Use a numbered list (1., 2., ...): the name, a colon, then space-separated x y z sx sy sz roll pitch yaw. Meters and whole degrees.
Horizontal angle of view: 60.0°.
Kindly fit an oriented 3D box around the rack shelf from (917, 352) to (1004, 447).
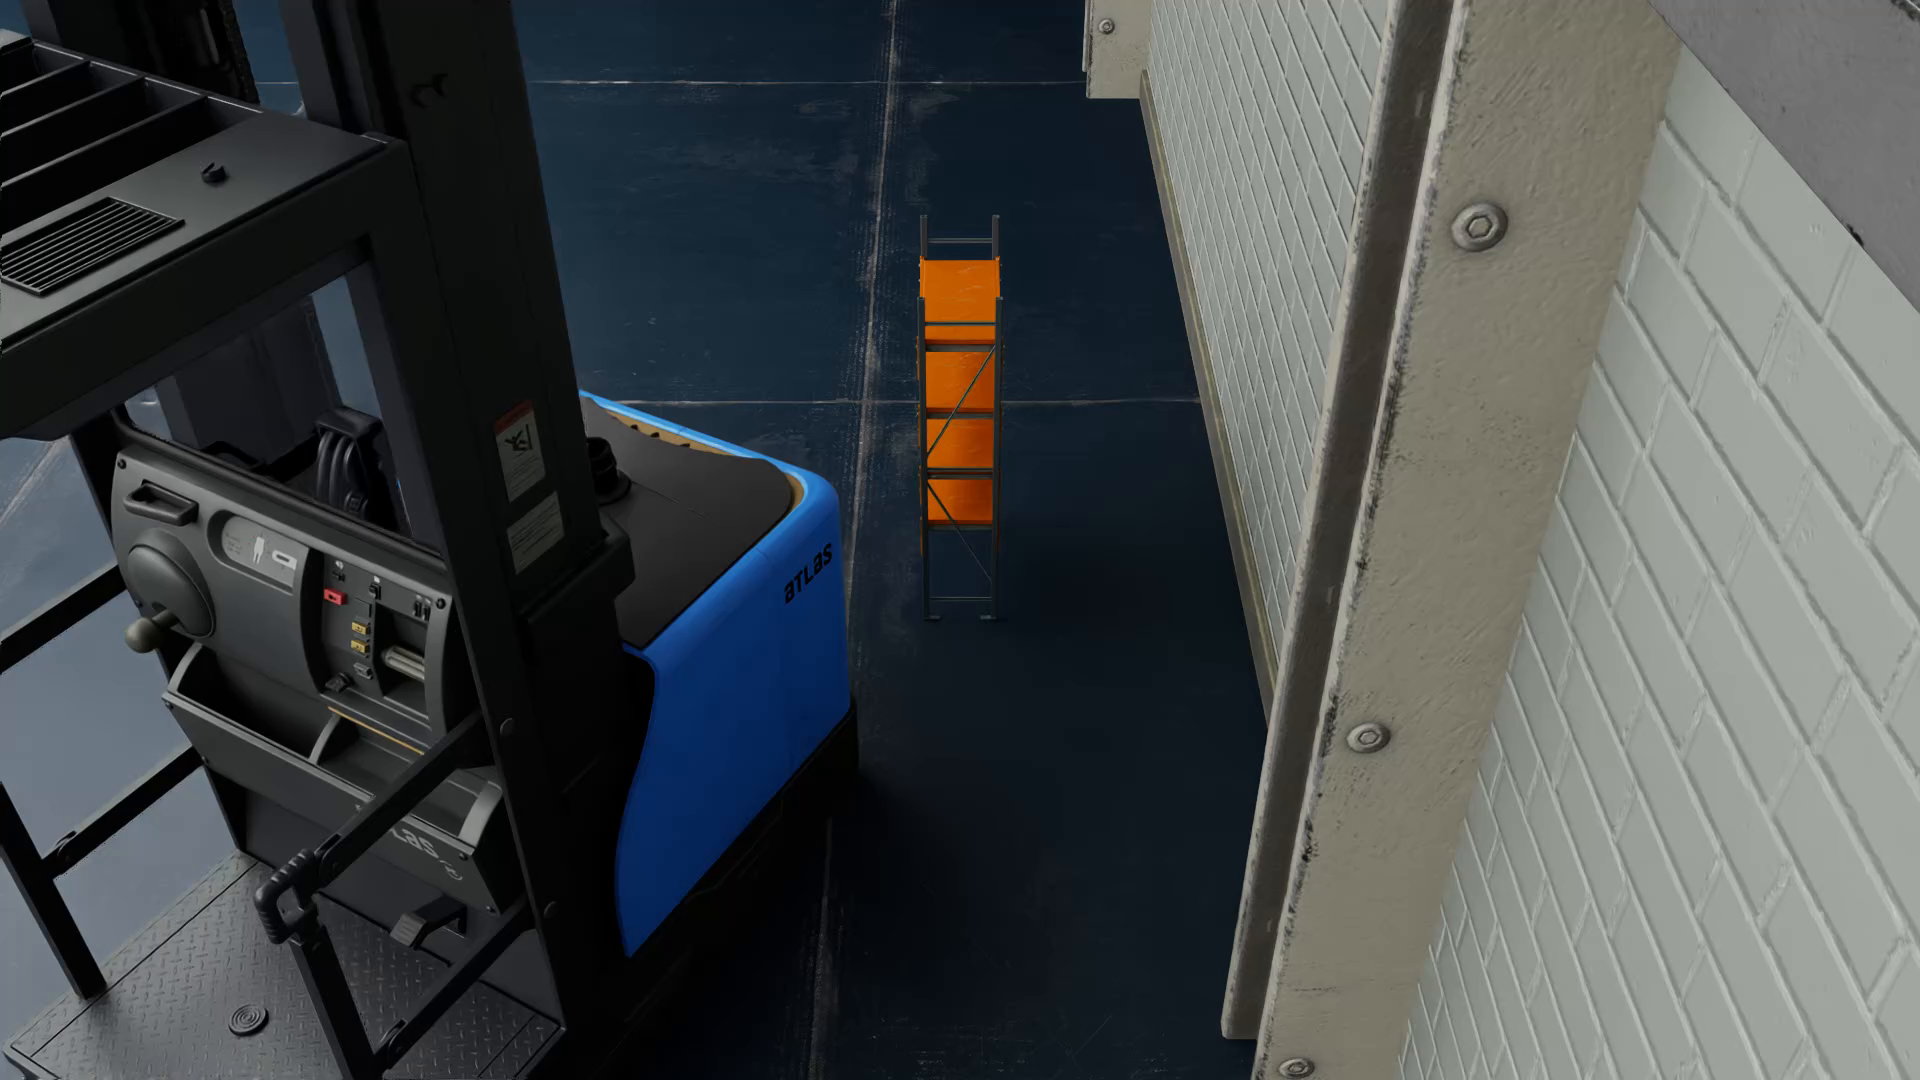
1. rack shelf: 0.000 -0.487 5.148 0.258 0.148 0.480 0 39 0

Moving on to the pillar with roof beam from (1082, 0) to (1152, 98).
1. pillar with roof beam: -3.495 -5.919 5.940 9.100 9.000 0.400 0 39 0

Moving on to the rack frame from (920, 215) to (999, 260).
1. rack frame: 0.000 -0.517 5.436 0.240 1.200 0.015 0 39 0

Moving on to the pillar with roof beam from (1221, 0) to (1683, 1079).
1. pillar with roof beam: -3.488 -2.167 1.258 9.100 9.000 0.400 0 39 0

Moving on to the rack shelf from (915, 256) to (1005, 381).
1. rack shelf: 0.000 -0.671 5.000 0.258 0.148 0.480 0 39 0

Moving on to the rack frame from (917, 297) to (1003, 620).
1. rack frame: 0.000 -0.212 5.055 0.240 1.200 0.015 0 39 0

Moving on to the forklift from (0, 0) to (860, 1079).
1. forklift: -1.462 0.192 3.167 1.130 2.935 3.031 20 43 23

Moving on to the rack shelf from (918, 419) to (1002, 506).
1. rack shelf: 0.000 -0.312 5.288 0.258 0.148 0.480 0 39 0

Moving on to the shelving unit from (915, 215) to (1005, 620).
1. shelving unit: 0.000 -0.365 5.246 0.258 1.200 0.503 0 39 0

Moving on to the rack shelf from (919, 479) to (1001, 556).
1. rack shelf: 0.000 -0.157 5.412 0.258 0.148 0.480 0 39 0
